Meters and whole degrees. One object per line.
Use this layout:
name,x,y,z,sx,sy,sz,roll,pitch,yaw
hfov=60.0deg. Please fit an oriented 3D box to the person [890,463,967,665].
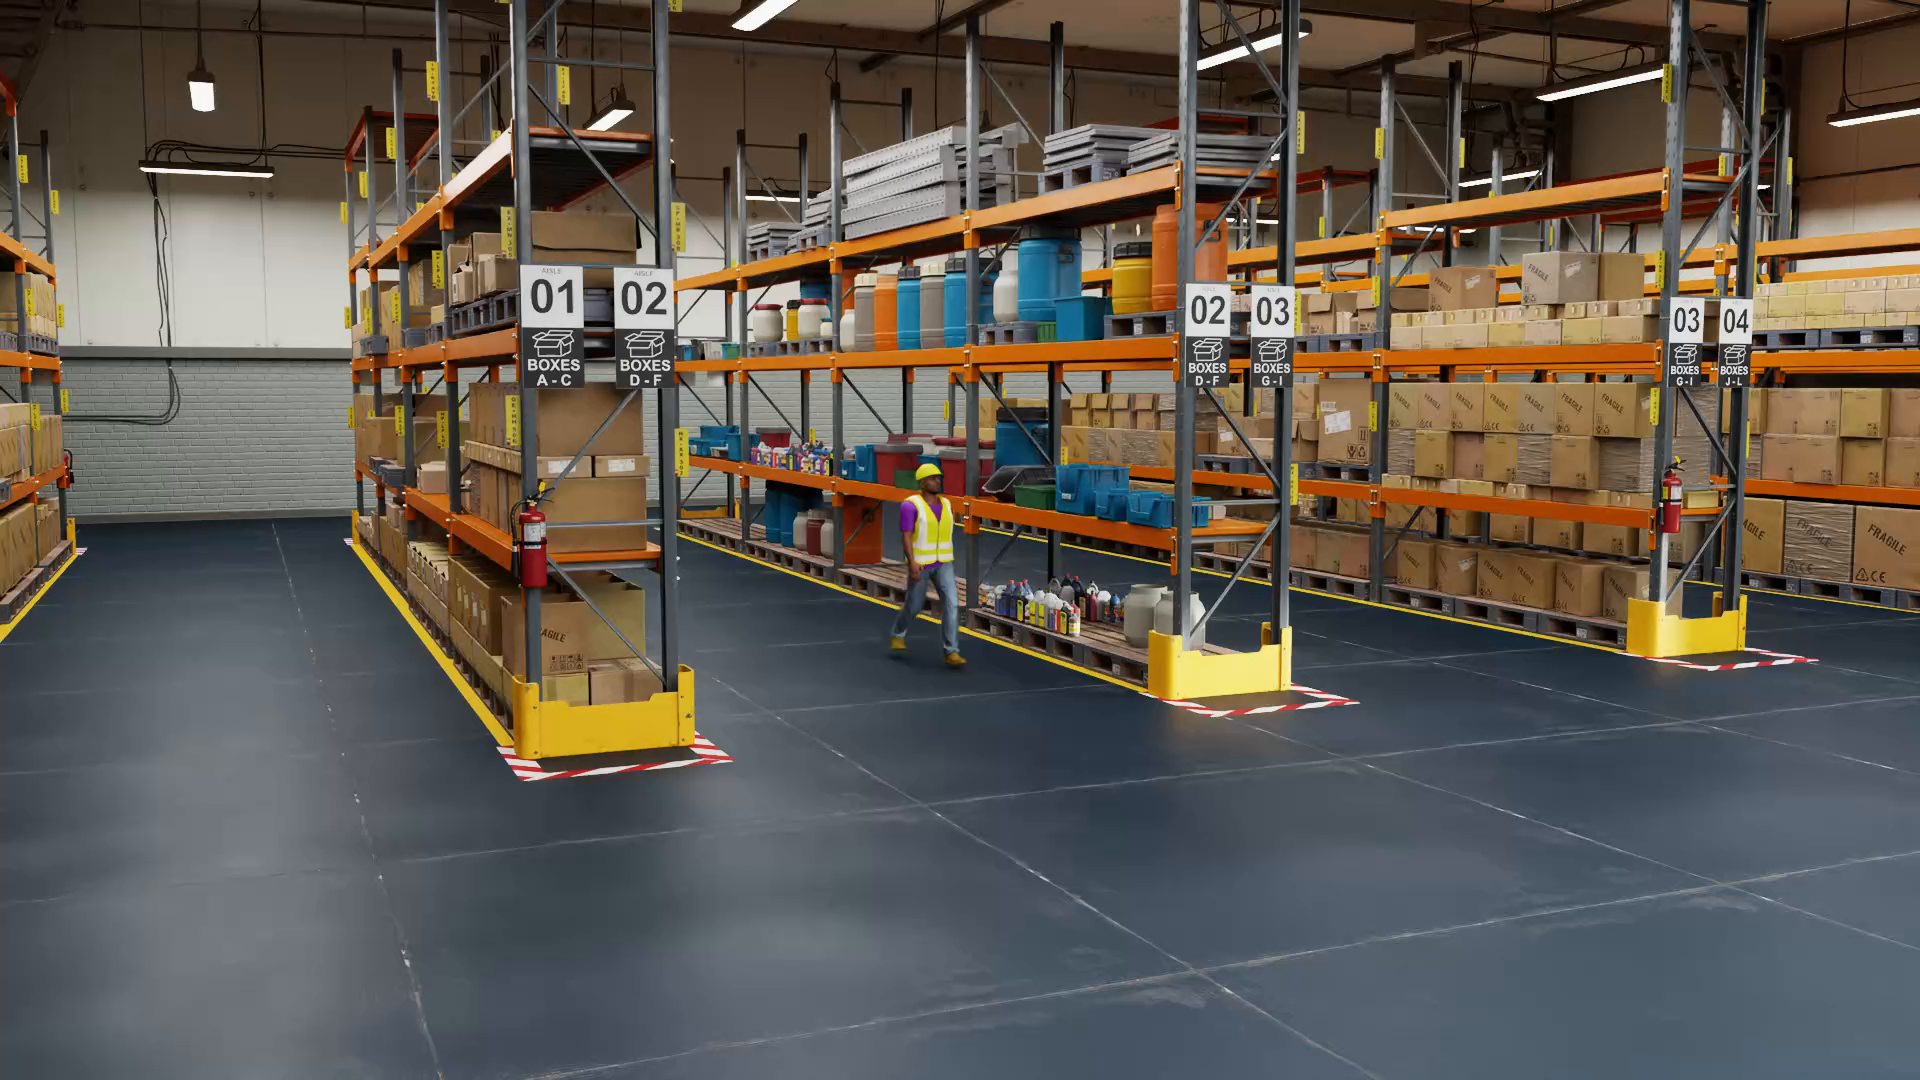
person,-0.275,0.199,14.480,0.551,1.733,0.992,-3,6,-27
